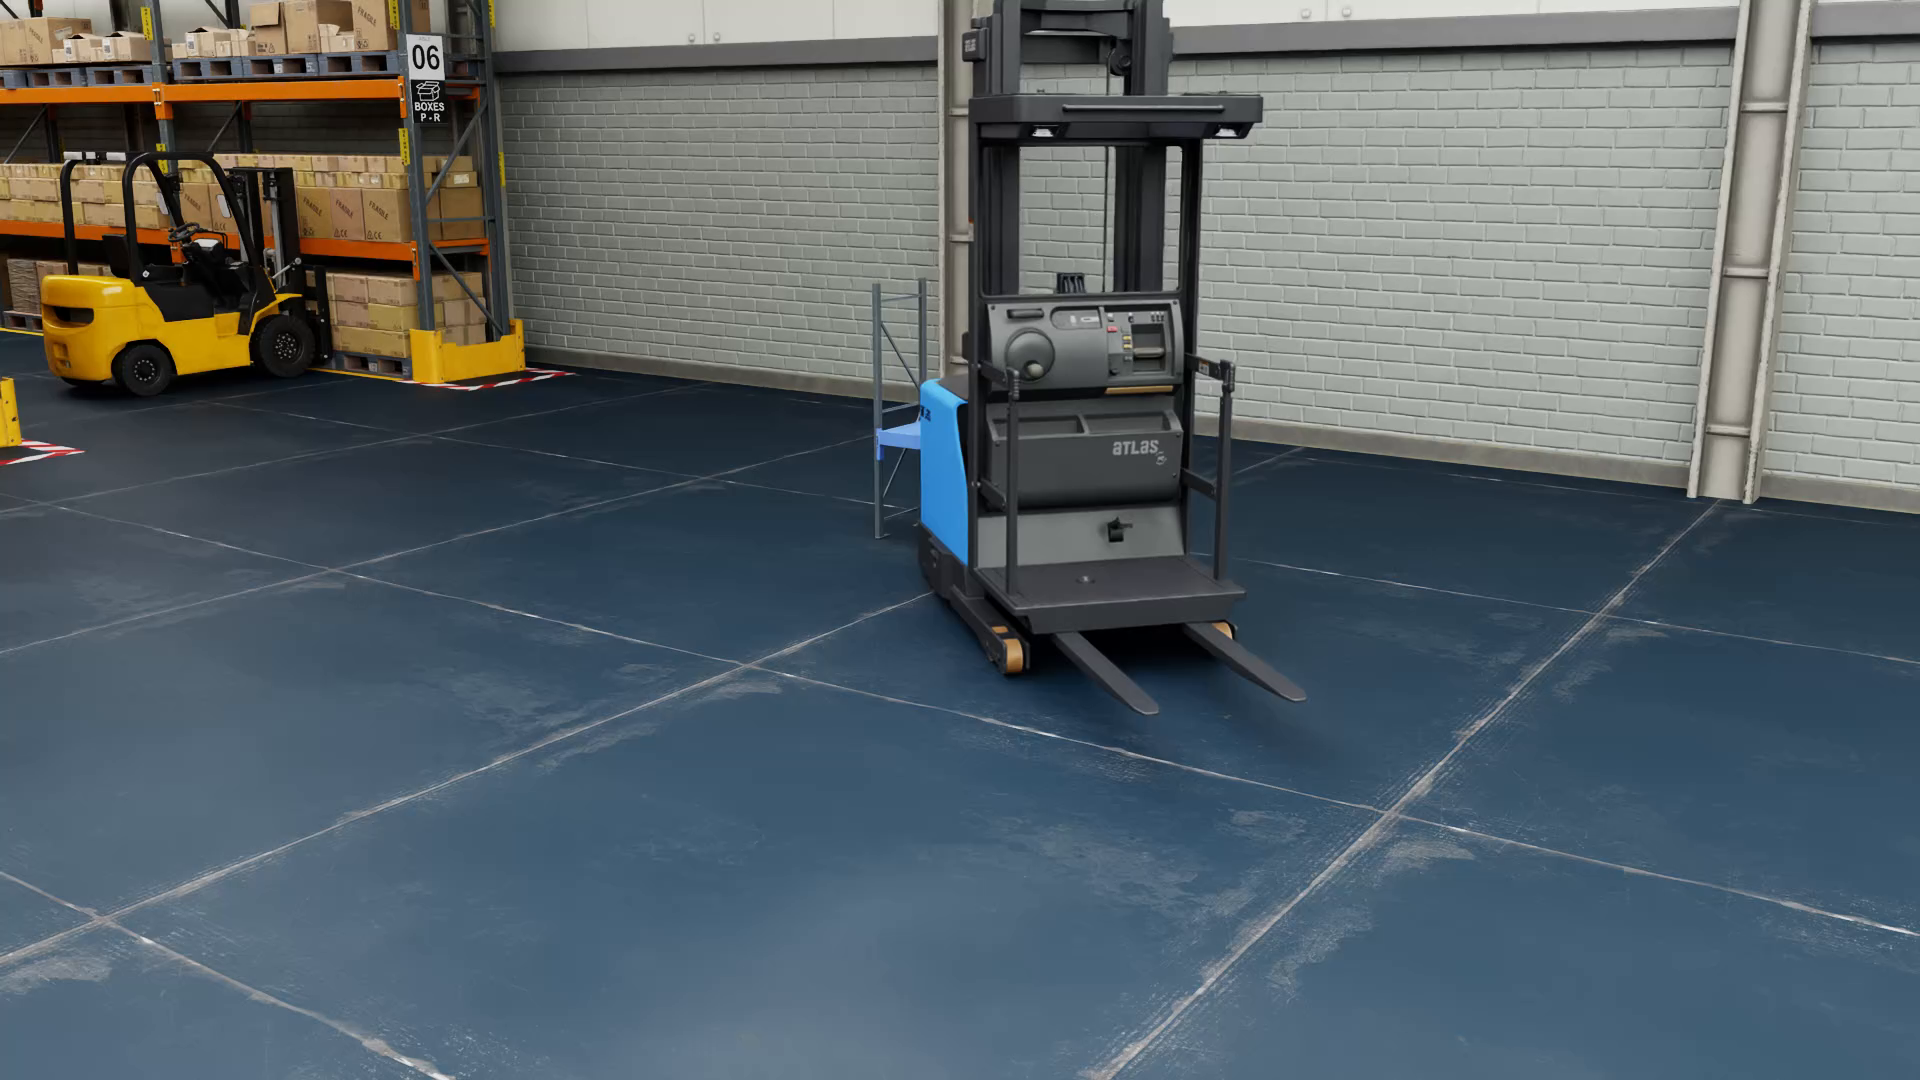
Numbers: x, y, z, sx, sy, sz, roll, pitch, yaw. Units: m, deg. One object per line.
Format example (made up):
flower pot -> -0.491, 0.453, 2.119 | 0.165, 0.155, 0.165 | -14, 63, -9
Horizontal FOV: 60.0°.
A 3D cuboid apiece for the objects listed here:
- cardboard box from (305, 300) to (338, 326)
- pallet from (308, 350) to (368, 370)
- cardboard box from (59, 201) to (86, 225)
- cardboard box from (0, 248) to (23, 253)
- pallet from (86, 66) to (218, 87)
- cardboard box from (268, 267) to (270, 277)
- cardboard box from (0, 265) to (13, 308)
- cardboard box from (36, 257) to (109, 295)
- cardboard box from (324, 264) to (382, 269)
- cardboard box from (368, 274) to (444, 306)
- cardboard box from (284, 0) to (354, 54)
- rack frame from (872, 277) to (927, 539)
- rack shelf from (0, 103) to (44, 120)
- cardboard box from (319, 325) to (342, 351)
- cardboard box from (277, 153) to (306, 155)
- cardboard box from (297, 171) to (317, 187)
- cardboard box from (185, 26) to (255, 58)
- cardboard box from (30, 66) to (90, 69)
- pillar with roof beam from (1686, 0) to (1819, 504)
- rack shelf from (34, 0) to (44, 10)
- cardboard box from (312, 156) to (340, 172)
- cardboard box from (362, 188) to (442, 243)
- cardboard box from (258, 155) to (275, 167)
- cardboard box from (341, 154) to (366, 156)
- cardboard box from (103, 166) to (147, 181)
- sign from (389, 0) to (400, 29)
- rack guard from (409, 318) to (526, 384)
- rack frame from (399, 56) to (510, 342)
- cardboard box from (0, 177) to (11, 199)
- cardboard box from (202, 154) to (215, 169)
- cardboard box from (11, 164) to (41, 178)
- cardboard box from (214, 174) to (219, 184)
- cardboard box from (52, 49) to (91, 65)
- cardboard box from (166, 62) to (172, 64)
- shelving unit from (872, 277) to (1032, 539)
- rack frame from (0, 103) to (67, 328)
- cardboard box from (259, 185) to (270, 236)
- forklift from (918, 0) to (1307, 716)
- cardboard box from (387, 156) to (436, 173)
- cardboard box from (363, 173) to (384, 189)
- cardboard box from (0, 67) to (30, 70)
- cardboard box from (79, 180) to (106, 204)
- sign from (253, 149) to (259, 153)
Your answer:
cardboard box -> -6.266, -2.331, 16.804 | 0.500, 0.250, 0.500 | 9, 16, 32
pallet -> -6.504, -1.986, 17.406 | 1.213, 0.211, 1.003 | 9, 17, 33
cardboard box -> -9.969, -3.767, 19.112 | 0.500, 0.250, 0.500 | 10, 17, 35
cardboard box -> -12.191, -3.650, 21.304 | 0.250, 0.149, 0.380 | 9, 17, 34
pallet -> -8.896, -5.097, 18.326 | 1.217, 0.209, 0.805 | 8, 16, 31
cardboard box -> -7.092, -2.710, 17.296 | 0.500, 0.250, 0.500 | 10, 17, 35
cardboard box -> -11.946, -3.159, 20.669 | 0.500, 0.500, 0.500 | 10, 17, 34
cardboard box -> -10.419, -3.033, 19.901 | 0.625, 0.625, 0.875 | 10, 17, 35
cardboard box -> -6.378, -2.744, 17.432 | 0.500, 0.250, 0.500 | 9, 16, 32
cardboard box -> -5.394, -2.436, 16.187 | 0.500, 0.250, 0.500 | 10, 17, 35
cardboard box -> -6.135, -5.007, 16.273 | 0.500, 0.500, 0.700 | 9, 17, 33
rack frame -> -0.351, -0.785, 9.872 | 0.032, 1.500, 0.500 | 9, 17, 33
rack shelf -> -13.135, -5.529, 21.172 | 4.000, 0.370, 1.077 | 9, 17, 33
cardboard box -> -6.221, -2.088, 16.864 | 0.500, 0.250, 0.500 | 9, 17, 33
cardboard box -> -7.068, -4.047, 17.754 | 0.250, 0.149, 0.380 | 9, 16, 32
cardboard box -> -6.360, -3.603, 16.576 | 0.250, 0.149, 0.380 | 9, 17, 33
cardboard box -> -7.602, -5.123, 17.137 | 0.500, 0.311, 0.500 | 10, 17, 34
cardboard box -> -10.731, -5.744, 19.772 | 0.500, 0.250, 0.500 | 9, 17, 33
pillar with roof beam -> 2.642, -3.799, 6.443 | 0.400, 9.000, 9.100 | 9, 17, 33
rack shelf -> -9.816, -6.255, 18.693 | 4.000, 0.370, 1.077 | 9, 17, 33
cardboard box -> -6.150, -3.713, 16.403 | 0.250, 0.149, 0.380 | 10, 17, 34
cardboard box -> -5.392, -3.144, 16.072 | 0.500, 0.500, 0.500 | 9, 16, 32
cardboard box -> -6.944, -3.867, 17.025 | 0.250, 0.149, 0.380 | 9, 17, 33
cardboard box -> -6.264, -3.890, 17.118 | 0.250, 0.149, 0.380 | 9, 17, 33
cardboard box -> -9.254, -4.066, 18.448 | 0.250, 0.149, 0.380 | 9, 16, 31
sign -> -5.152, -4.823, 15.142 | 0.005, 0.325, 0.100 | 9, 17, 33
rack guard -> -4.818, -1.865, 16.316 | 0.348, 0.500, 1.175 | 9, 17, 33
rack frame -> -4.837, -3.082, 16.029 | 0.127, 3.000, 1.000 | 9, 17, 33
cardboard box -> -11.258, -4.211, 19.864 | 0.500, 0.250, 0.500 | 9, 17, 33
cardboard box -> -7.780, -4.010, 17.604 | 0.250, 0.149, 0.380 | 9, 17, 34
cardboard box -> -10.926, -4.351, 19.601 | 0.250, 0.149, 0.380 | 10, 17, 34
cardboard box -> -7.591, -3.822, 17.464 | 0.250, 0.149, 0.380 | 9, 17, 33
cardboard box -> -9.878, -5.395, 18.572 | 0.250, 0.149, 0.380 | 9, 16, 32
cardboard box -> -8.751, -5.357, 18.421 | 0.250, 0.149, 0.380 | 9, 17, 33
shelving unit -> 0.071, -0.717, 9.597 | 1.048, 1.500, 0.538 | 9, 17, 33
rack frame -> -11.476, -4.154, 20.363 | 0.127, 3.000, 1.000 | 9, 17, 33
cardboard box -> -7.072, -3.421, 17.191 | 0.500, 0.500, 0.500 | 9, 17, 32
forklift -> 0.638, -0.924, 7.455 | 1.130, 2.935, 3.031 | -4, 14, -14
cardboard box -> -5.252, -3.595, 15.928 | 0.250, 0.149, 0.380 | 9, 17, 33
cardboard box -> -5.510, -3.464, 16.016 | 0.250, 0.149, 0.380 | 9, 17, 34
cardboard box -> -11.645, -5.828, 20.363 | 0.250, 0.149, 0.380 | 9, 17, 33
cardboard box -> -9.559, -3.940, 18.769 | 0.500, 0.250, 0.500 | 10, 17, 34
sign -> -7.848, -4.187, 18.530 | 0.005, 0.325, 0.100 | 9, 17, 33
